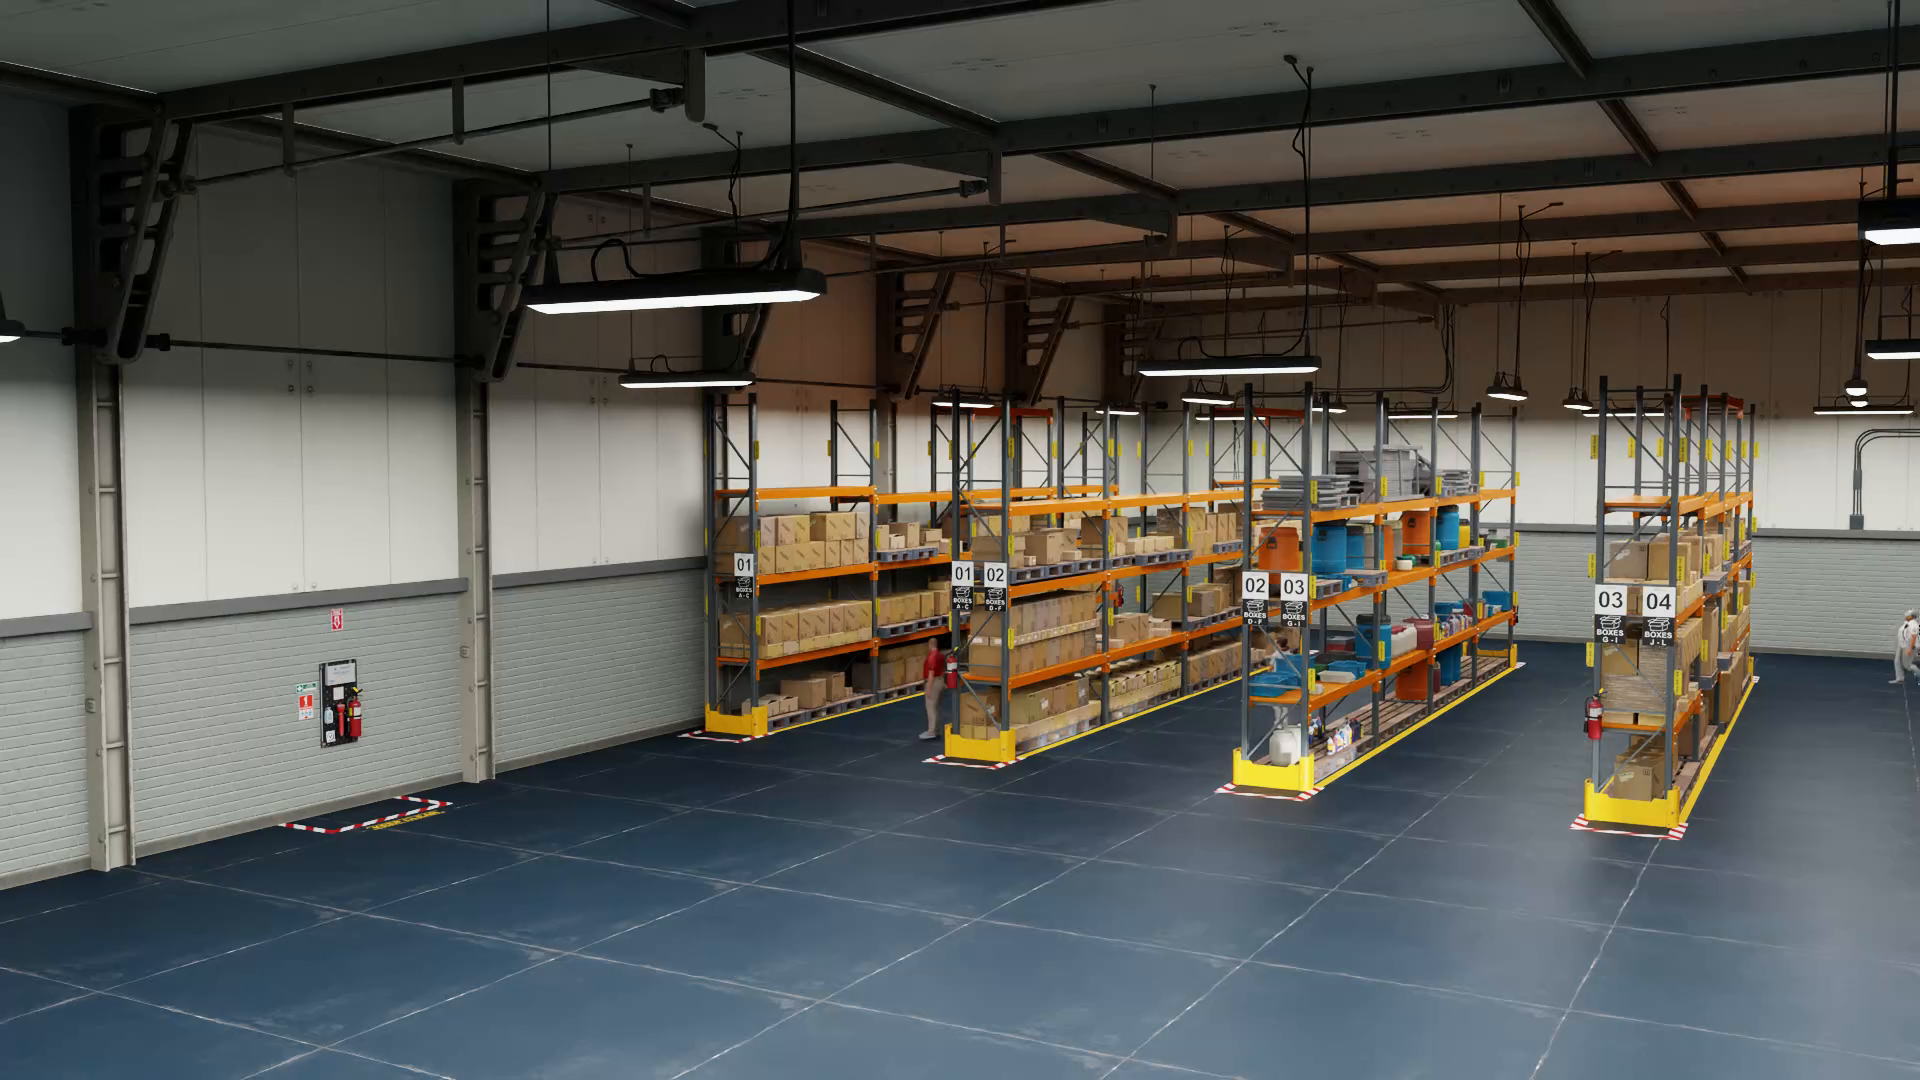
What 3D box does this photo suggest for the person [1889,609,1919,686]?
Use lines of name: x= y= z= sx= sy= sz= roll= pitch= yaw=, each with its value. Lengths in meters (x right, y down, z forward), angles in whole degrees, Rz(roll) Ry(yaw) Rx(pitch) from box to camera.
person: x=20.126 y=2.273 z=35.253 sx=0.600 sy=1.629 sz=0.546 roll=0 pitch=3 yaw=4

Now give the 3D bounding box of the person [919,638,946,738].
person: x=-0.479 y=2.565 z=28.983 sx=0.404 sy=1.733 sz=0.582 roll=1 pitch=3 yaw=21

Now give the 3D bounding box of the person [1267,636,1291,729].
person: x=5.719 y=2.572 z=29.851 sx=0.495 sy=1.722 sz=0.530 roll=0 pitch=3 yaw=-6
